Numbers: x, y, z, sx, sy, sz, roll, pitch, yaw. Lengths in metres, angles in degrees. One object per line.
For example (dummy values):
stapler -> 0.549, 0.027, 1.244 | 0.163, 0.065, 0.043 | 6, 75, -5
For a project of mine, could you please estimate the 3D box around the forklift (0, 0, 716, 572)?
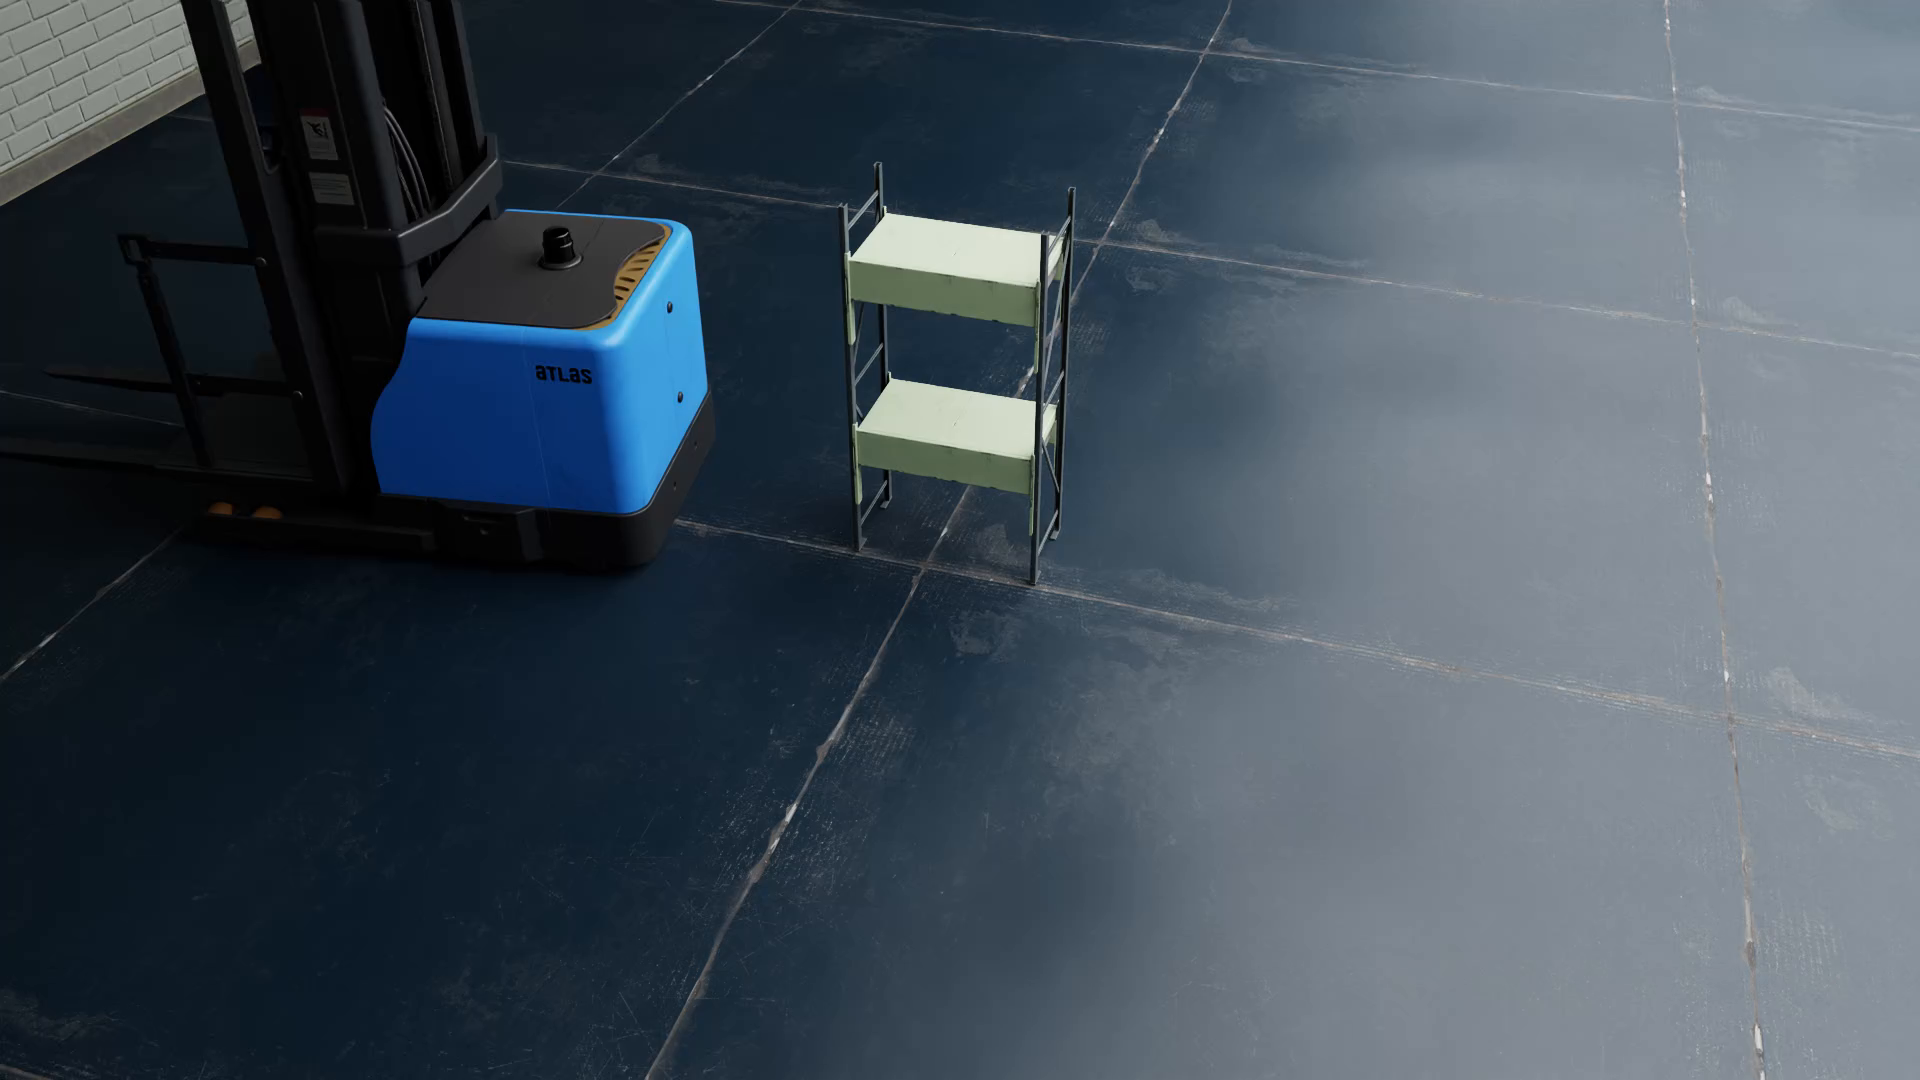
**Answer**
forklift -> -2.624, -1.453, 6.251 | 3.031, 2.935, 1.130 | 5, 37, 7

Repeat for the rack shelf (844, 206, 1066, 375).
rack shelf -> -0.006, -0.919, 6.076 | 0.720, 0.370, 0.431 | 10, 38, 14

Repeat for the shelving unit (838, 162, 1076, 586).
shelving unit -> -0.006, -0.605, 6.307 | 0.755, 1.500, 0.431 | 10, 38, 14

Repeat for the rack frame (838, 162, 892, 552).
rack frame -> -0.356, -0.670, 6.395 | 0.023, 1.500, 0.400 | 10, 38, 14

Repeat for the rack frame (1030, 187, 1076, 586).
rack frame -> 0.343, -0.541, 6.219 | 0.023, 1.500, 0.400 | 10, 38, 14

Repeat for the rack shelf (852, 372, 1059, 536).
rack shelf -> -0.006, -0.343, 6.500 | 0.720, 0.370, 0.431 | 10, 38, 14
